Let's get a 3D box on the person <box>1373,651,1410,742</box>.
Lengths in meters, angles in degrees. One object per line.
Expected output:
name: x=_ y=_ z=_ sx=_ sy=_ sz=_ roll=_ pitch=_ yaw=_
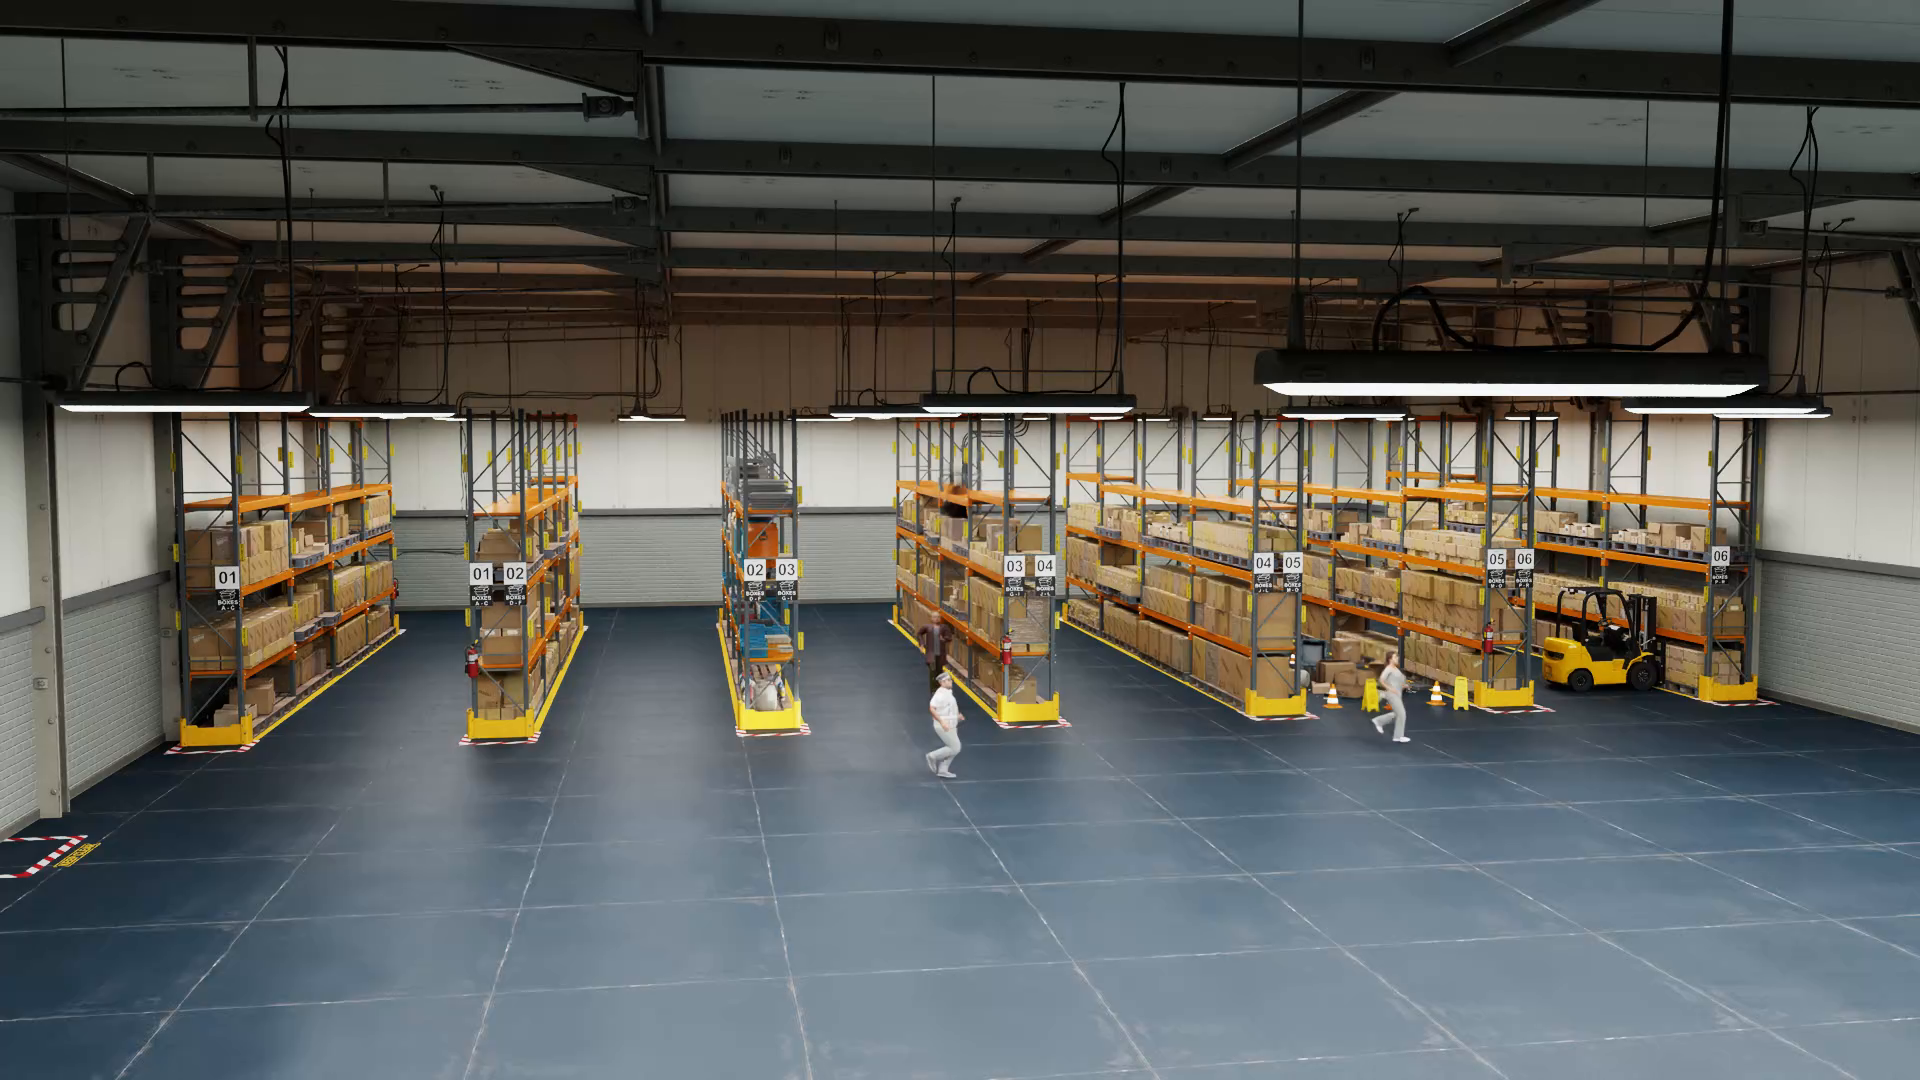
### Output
person: x=7.780 y=2.813 z=30.018 sx=0.734 sy=1.625 sz=0.569 roll=3 pitch=5 yaw=36

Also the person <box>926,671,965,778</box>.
person: x=-0.228 y=2.984 z=26.895 sx=0.599 sy=1.742 sz=0.672 roll=1 pitch=4 yaw=12

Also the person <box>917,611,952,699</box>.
person: x=-0.510 y=2.404 z=34.691 sx=0.677 sy=1.835 sz=0.909 roll=-1 pitch=4 yaw=-14
